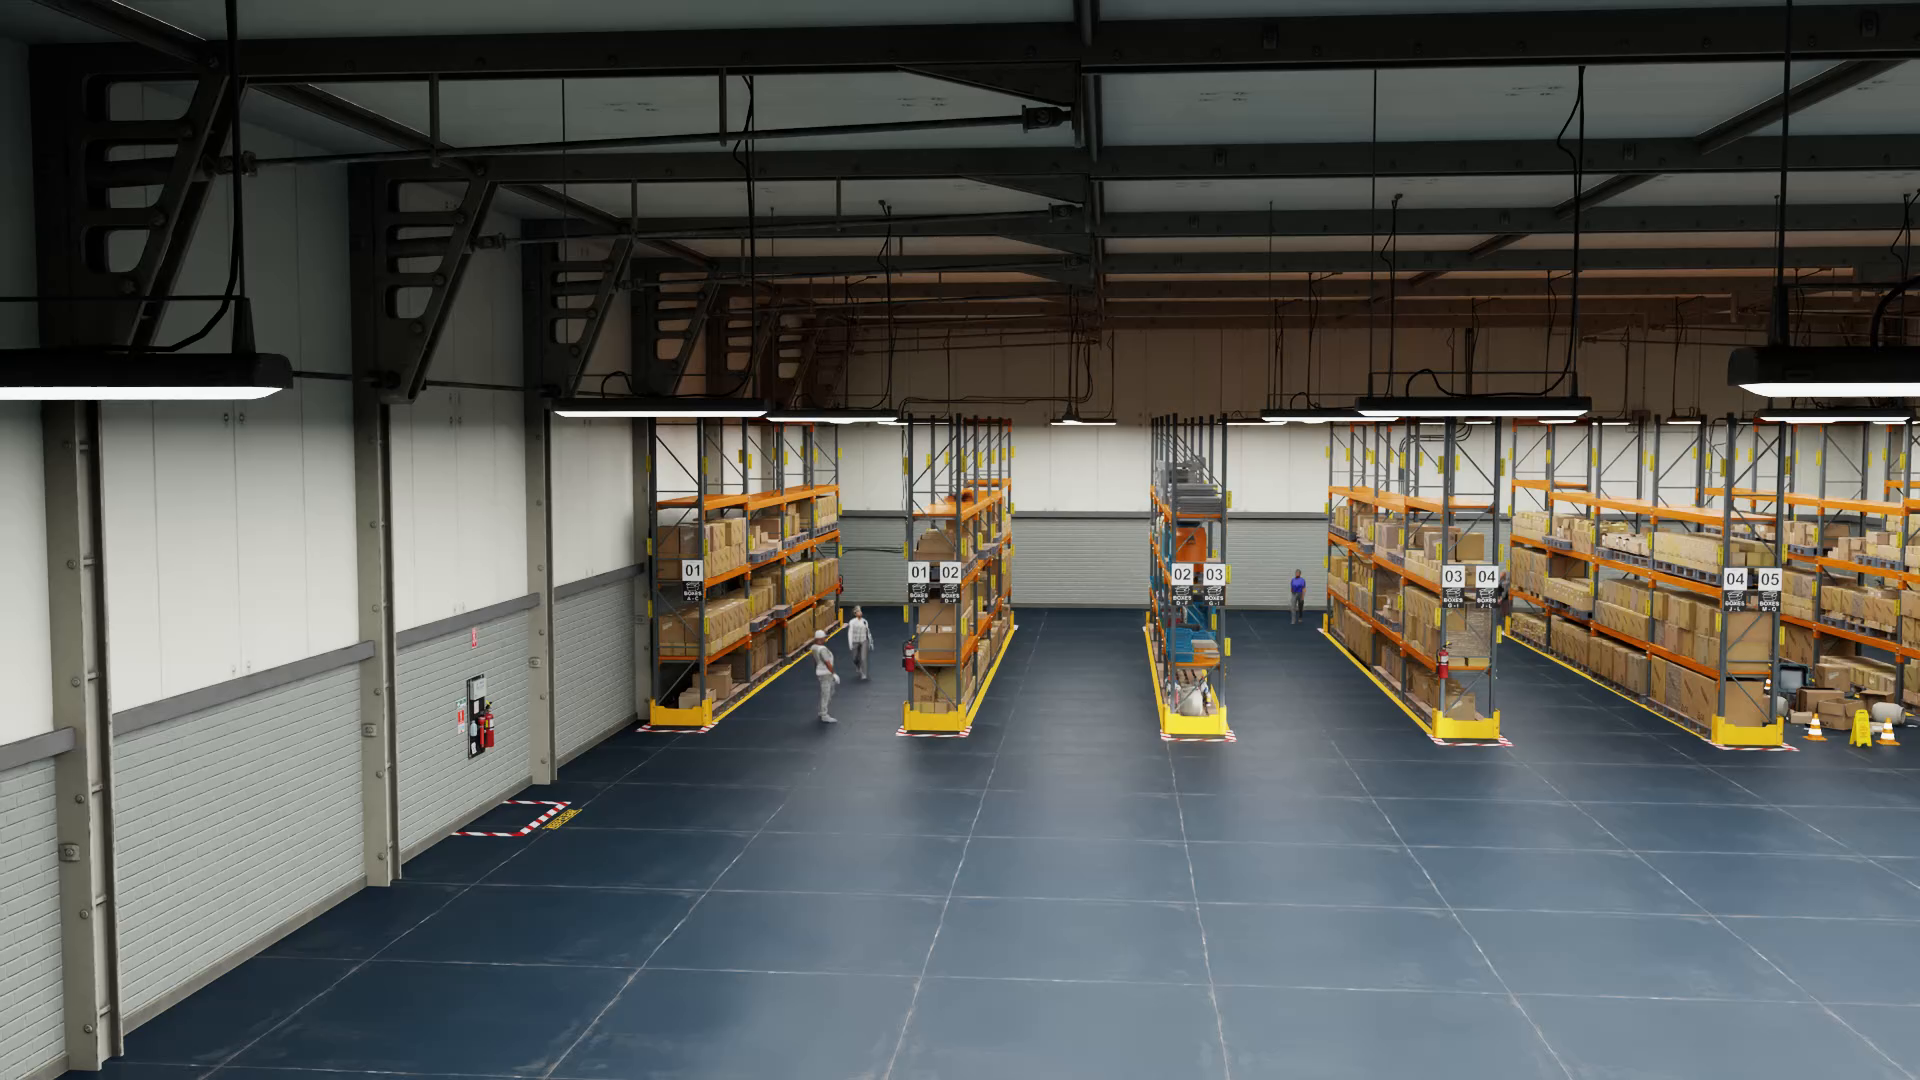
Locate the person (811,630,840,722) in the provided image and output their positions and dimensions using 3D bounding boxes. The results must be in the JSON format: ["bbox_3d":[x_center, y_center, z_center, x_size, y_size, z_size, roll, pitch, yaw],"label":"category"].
[{"bbox_3d":[-2.630,2.650,32.471,0.575,1.806,0.620,0,4,-4],"label":"person"}]

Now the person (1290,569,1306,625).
[{"bbox_3d":[9.821,1.650,48.301,0.426,1.591,1.025,1,4,12],"label":"person"}]

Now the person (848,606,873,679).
[{"bbox_3d":[-2.254,2.328,38.058,0.569,1.660,0.658,0,4,5],"label":"person"}]

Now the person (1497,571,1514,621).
[{"bbox_3d":[15.396,1.701,47.316,0.944,1.678,0.578,1,4,8],"label":"person"}]
